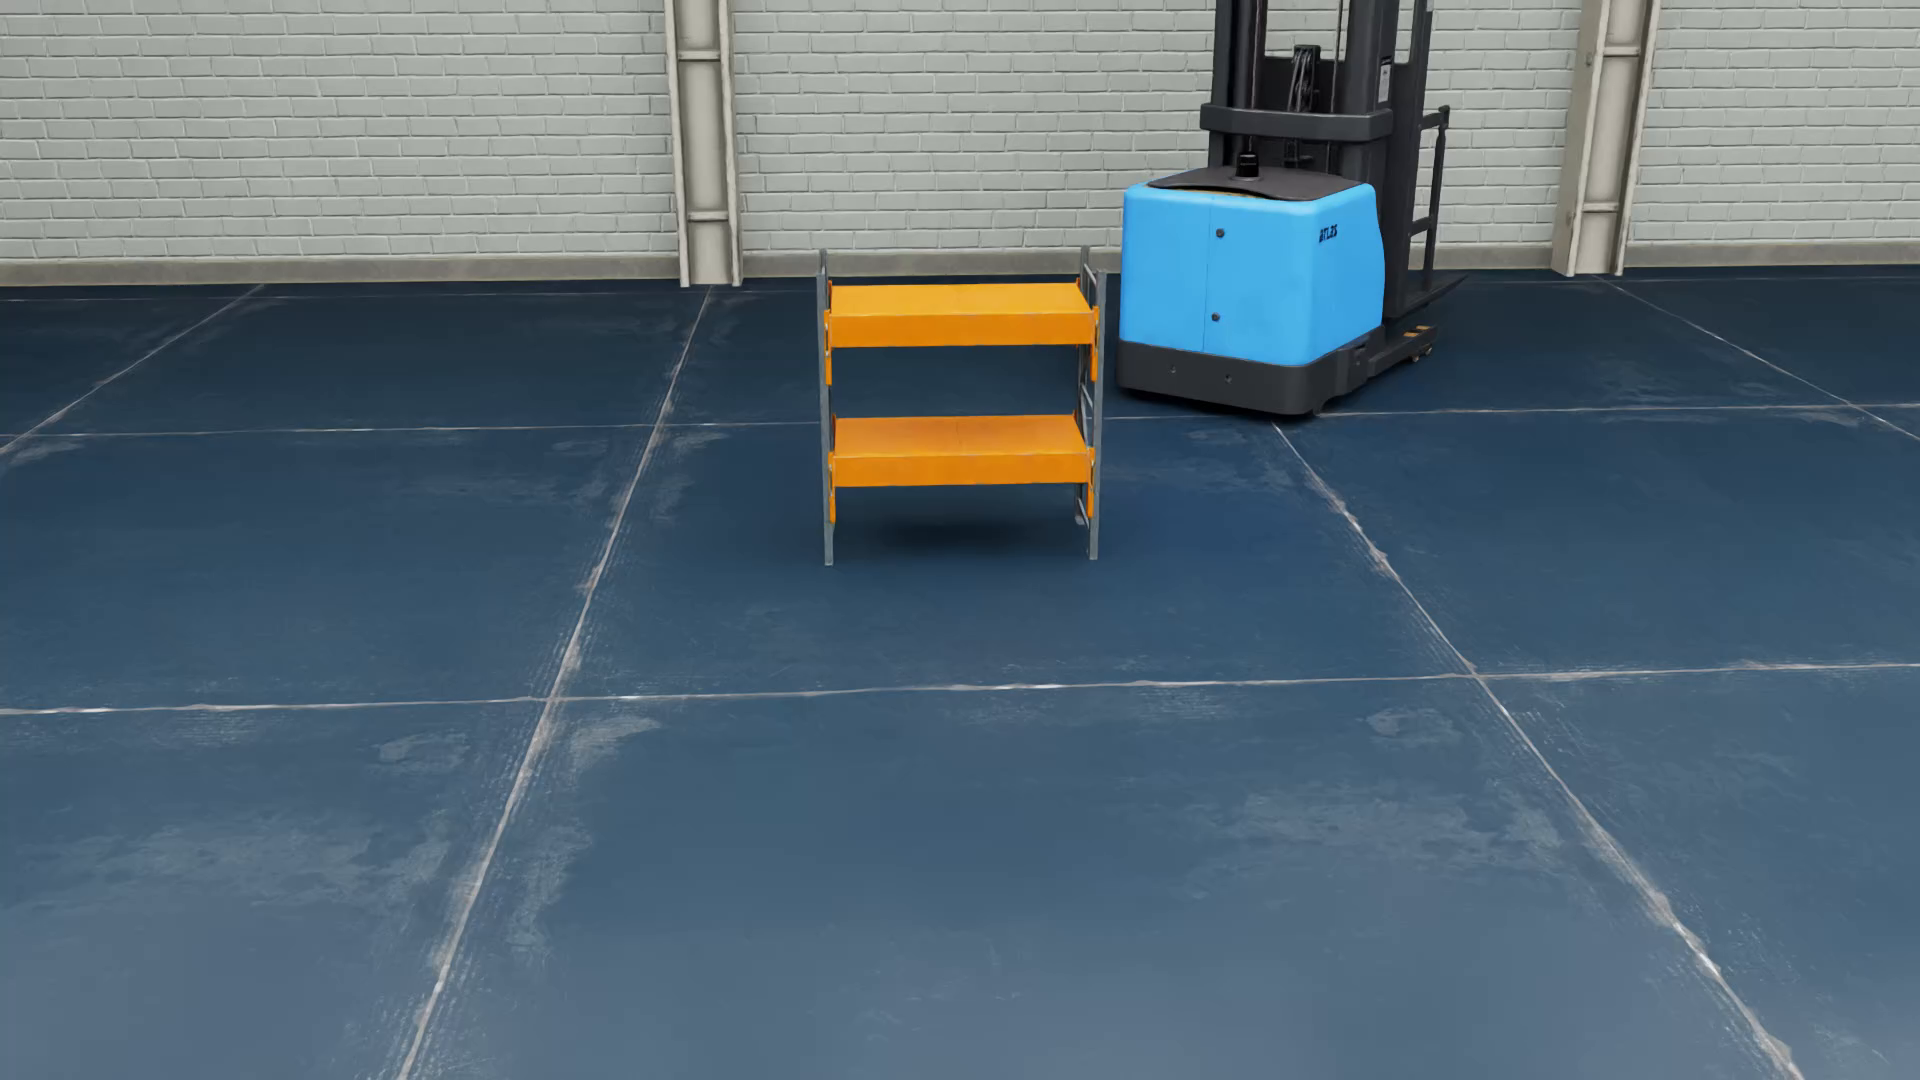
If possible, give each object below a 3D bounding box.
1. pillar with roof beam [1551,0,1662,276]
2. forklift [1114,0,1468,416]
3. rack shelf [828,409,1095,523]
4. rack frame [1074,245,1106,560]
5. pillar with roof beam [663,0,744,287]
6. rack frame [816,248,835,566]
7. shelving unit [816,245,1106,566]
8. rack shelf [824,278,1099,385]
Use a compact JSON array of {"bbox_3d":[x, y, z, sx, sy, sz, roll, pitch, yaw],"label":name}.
[{"bbox_3d":[4.572,-4.535,5.884,0.400,9.000,9.100,-1,21,-3],"label":"pillar with roof beam"},{"bbox_3d":[2.034,-2.440,8.910,1.130,2.935,3.031,14,25,32],"label":"forklift"},{"bbox_3d":[-0.007,-0.297,6.507,1.000,0.278,0.538,-1,21,-3],"label":"rack shelf"},{"bbox_3d":[0.501,-0.536,6.448,0.032,1.125,0.500,-1,21,-3],"label":"rack frame"},{"bbox_3d":[-1.419,-4.413,5.564,0.400,9.000,9.100,-1,21,-3],"label":"pillar with roof beam"},{"bbox_3d":[-0.514,-0.515,6.393,0.032,1.125,0.500,-1,21,-3],"label":"rack frame"},{"bbox_3d":[-0.007,-0.526,6.420,1.048,1.125,0.538,-1,21,-3],"label":"shelving unit"},{"bbox_3d":[-0.007,-0.799,6.316,1.000,0.278,0.538,-1,21,-3],"label":"rack shelf"}]
